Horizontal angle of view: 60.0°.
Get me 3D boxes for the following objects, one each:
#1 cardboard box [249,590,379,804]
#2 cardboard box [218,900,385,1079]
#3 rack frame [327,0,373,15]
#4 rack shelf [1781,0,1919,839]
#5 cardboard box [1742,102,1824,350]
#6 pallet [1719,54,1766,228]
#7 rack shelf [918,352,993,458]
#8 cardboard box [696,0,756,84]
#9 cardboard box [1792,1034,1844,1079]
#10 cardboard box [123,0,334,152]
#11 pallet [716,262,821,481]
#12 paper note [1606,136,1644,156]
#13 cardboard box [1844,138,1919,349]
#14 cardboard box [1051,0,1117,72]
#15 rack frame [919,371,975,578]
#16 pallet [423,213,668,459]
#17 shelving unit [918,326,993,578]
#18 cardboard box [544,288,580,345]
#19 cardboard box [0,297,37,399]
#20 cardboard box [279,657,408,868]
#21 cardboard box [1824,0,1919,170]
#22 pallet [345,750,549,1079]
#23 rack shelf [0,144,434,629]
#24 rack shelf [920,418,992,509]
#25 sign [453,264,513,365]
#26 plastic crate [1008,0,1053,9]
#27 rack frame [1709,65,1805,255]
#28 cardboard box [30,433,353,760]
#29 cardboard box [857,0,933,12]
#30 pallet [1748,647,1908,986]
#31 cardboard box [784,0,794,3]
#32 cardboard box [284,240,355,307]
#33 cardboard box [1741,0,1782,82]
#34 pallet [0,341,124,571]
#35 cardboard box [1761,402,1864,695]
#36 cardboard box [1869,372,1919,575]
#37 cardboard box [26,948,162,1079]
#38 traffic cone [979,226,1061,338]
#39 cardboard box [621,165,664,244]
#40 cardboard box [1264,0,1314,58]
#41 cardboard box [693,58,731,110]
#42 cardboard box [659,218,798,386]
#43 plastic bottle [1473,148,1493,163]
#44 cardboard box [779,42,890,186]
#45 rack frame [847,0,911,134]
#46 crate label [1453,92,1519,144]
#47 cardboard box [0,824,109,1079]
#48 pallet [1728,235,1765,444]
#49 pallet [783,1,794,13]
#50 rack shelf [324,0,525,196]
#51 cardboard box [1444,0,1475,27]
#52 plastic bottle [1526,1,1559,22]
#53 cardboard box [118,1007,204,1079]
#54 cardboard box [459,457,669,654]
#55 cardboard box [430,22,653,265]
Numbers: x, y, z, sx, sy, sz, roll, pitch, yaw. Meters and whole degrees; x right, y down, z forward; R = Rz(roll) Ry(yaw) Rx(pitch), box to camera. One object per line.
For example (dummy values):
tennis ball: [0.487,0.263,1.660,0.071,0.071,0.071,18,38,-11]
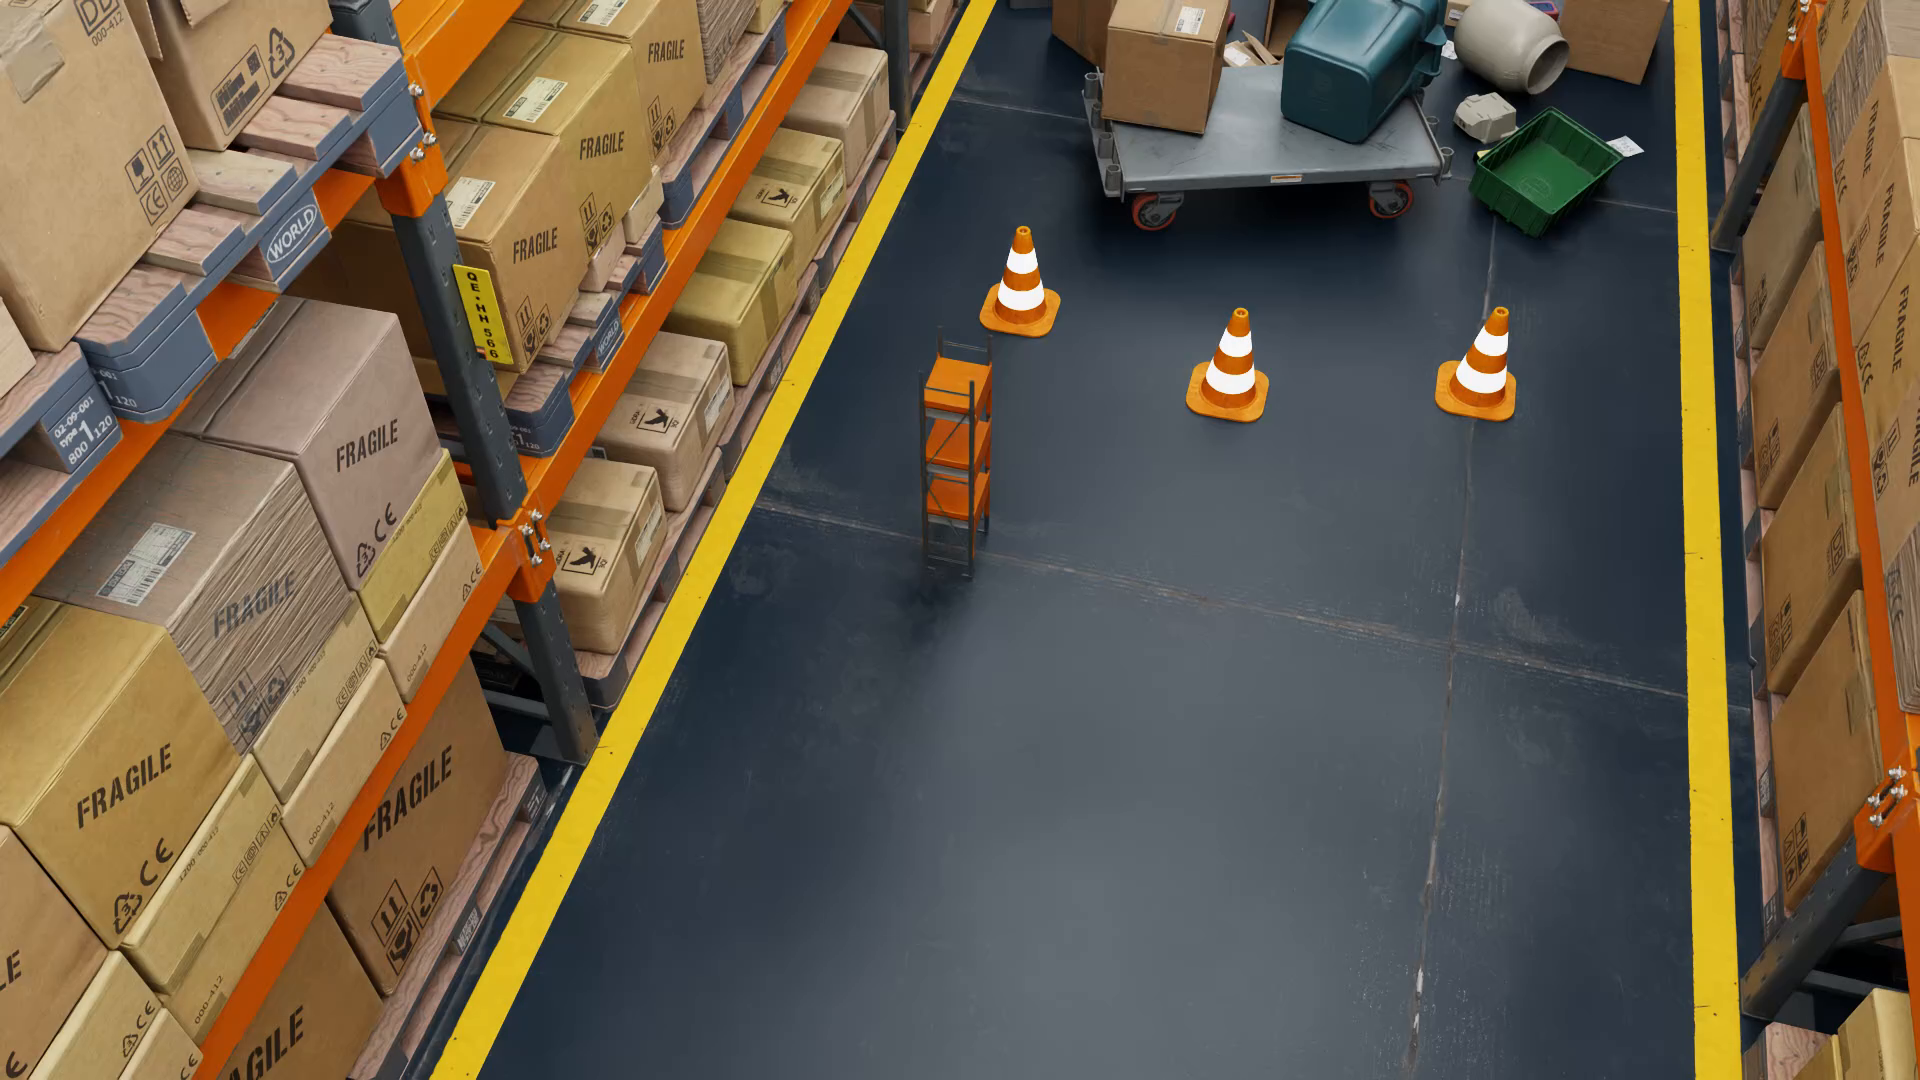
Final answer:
cardboard box: [-1.816,0.336,4.138,0.500,0.250,0.500,10,49,9]
cardboard box: [-2.303,1.372,4.595,0.875,0.875,0.875,12,50,10]
rack frame: [-1.803,-2.305,2.701,1.000,3.000,0.127,12,50,10]
rack shelf: [3.526,-0.625,5.699,1.077,0.370,4.000,12,50,10]
cardboard box: [3.976,-1.237,6.981,1.050,0.750,0.750,11,50,10]
pallet: [4.328,-1.921,8.224,1.003,0.211,1.213,12,50,10]
rack shelf: [-0.014,-0.489,6.036,0.215,0.259,0.240,12,50,10]
cardboard box: [-1.058,-1.994,5.883,0.500,0.500,0.500,10,49,9]
cardboard box: [2.567,1.733,4.526,0.500,0.500,0.500,10,49,8]
cardboard box: [-1.756,-1.183,3.363,0.797,0.503,0.637,9,49,8]
pallet: [-1.272,-0.842,7.271,1.003,0.211,1.213,12,50,10]
paper note: [3.356,-1.992,8.406,0.147,0.020,0.142,-19,51,-16]
cardboard box: [3.254,-0.922,5.415,0.500,0.500,0.500,12,50,11]
cardboard box: [0.845,-2.893,8.887,0.500,0.500,0.500,-27,54,-22]
rack frame: [-0.046,-0.220,6.163,0.200,1.050,0.008,12,50,10]
pallet: [-1.718,-0.793,5.496,1.213,0.211,1.003,12,50,10]
shelving unit: [-0.014,-0.309,6.241,0.215,1.050,0.252,12,50,10]
cardboard box: [-1.431,-0.772,5.237,0.380,0.149,0.250,9,49,8]
cardboard box: [-1.827,-0.342,2.779,0.396,0.266,0.258,10,49,9]
cardboard box: [-1.805,0.519,4.310,0.500,0.250,0.500,12,50,11]
cardboard box: [3.522,-1.650,6.058,0.500,0.500,0.500,12,50,10]
pallet: [-2.083,1.158,5.506,1.003,0.211,1.213,12,50,10]
rack shelf: [-2.329,0.372,2.819,1.077,0.370,4.000,12,50,10]
rack shelf: [-0.014,-0.302,6.249,0.215,0.259,0.240,12,50,10]
sign: [-1.266,-0.596,4.422,0.100,0.325,0.005,12,50,10]
plastic crate: [0.454,-3.221,9.458,0.402,0.080,0.583,-4,49,-3]
rack frame: [4.052,-2.309,6.706,1.000,3.000,0.127,12,50,10]
cardboard box: [-1.813,0.114,3.834,0.500,0.500,0.500,12,50,11]
cardboard box: [-0.334,-3.064,8.426,0.500,0.500,0.500,14,50,12]
pallet: [3.280,0.951,5.689,1.003,0.211,1.213,12,50,10]
cardboard box: [-0.802,-2.277,6.565,0.380,0.149,0.250,12,50,10]
cardboard box: [-1.951,-0.974,4.983,0.500,0.500,0.500,10,49,9]
cardboard box: [4.519,-2.839,8.311,0.875,0.875,0.875,12,50,10]
pallet: [-2.212,0.036,2.762,1.003,0.211,1.213,14,50,12]
cardboard box: [3.473,0.134,5.771,1.050,0.750,0.750,12,50,11]
cardboard box: [2.992,-0.188,4.768,0.500,0.500,0.500,12,50,10]
cardboard box: [-2.068,1.086,3.476,0.500,0.250,0.500,10,49,9]
traffic cone: [0.274,-1.201,7.420,0.336,0.463,0.334,12,50,10]
cardboard box: [-1.222,-1.156,5.576,0.380,0.149,0.250,12,50,10]
cardboard box: [2.045,-2.877,8.782,0.797,0.637,0.503,12,50,10]
cardboard box: [-1.066,-1.734,6.086,0.380,0.149,0.250,13,50,11]
cardboard box: [-1.253,-1.079,7.093,0.950,0.372,0.625,13,50,11]
plastic bottle: [2.669,-1.835,8.247,0.133,0.061,0.283,-11,50,-10]
cardboard box: [-0.885,-2.103,7.997,0.950,0.372,0.625,12,50,11]
rack frame: [-0.750,-3.213,7.504,1.000,3.000,0.127,12,50,10]
crate label: [2.683,-2.162,8.486,0.298,0.136,0.250,-19,51,-16]
cardboard box: [-2.091,0.837,3.196,0.500,0.500,0.500,11,49,9]
pallet: [3.922,-0.814,7.246,1.003,0.211,1.213,12,50,10]
pallet: [-1.091,-2.626,7.113,1.003,0.211,1.213,12,50,10]
rack shelf: [-1.276,-2.521,5.372,1.077,0.370,4.000,12,50,10]
cardboard box: [2.728,-3.011,9.150,0.396,0.266,0.258,19,51,16]
plastic bottle: [3.153,-2.920,9.205,0.283,0.061,0.133,-4,49,-3]
cardboard box: [-2.059,1.255,3.661,0.500,0.250,0.500,11,49,9]
cardboard box: [-1.644,0.004,6.137,0.950,0.372,0.625,9,49,7]
cardboard box: [-1.331,-1.249,5.225,0.500,0.500,0.500,14,50,12]
